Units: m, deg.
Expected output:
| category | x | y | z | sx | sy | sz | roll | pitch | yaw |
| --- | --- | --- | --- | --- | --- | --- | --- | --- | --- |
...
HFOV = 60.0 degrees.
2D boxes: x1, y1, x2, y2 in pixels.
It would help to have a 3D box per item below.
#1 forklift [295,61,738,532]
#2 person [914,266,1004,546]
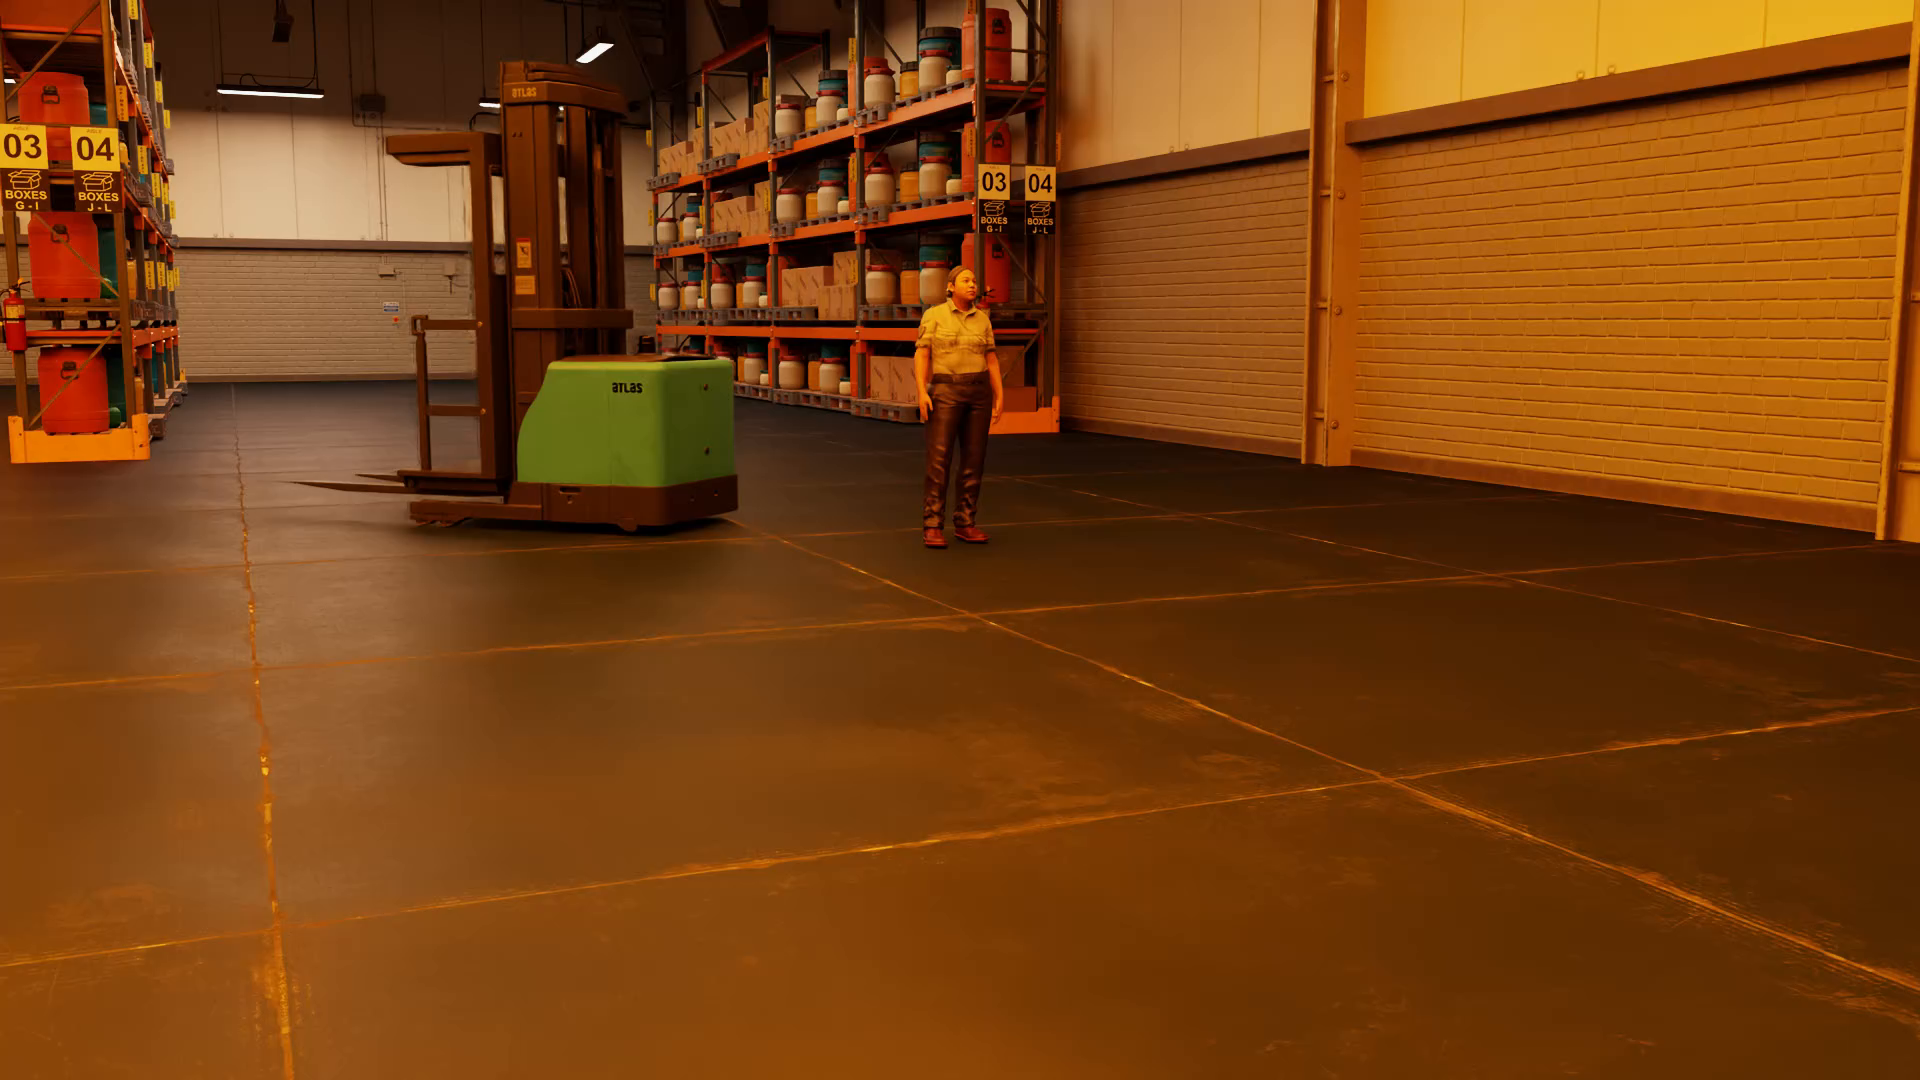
| category | x | y | z | sx | sy | sz | roll | pitch | yaw |
| --- | --- | --- | --- | --- | --- | --- | --- | --- | --- |
| forklift | -3.059 | -1.600 | 11.074 | 3.031 | 2.935 | 1.130 | 3 | 8 | 21 |
| person | 0.015 | -0.812 | 9.955 | 0.599 | 1.650 | 0.503 | -3 | 8 | -23 |
